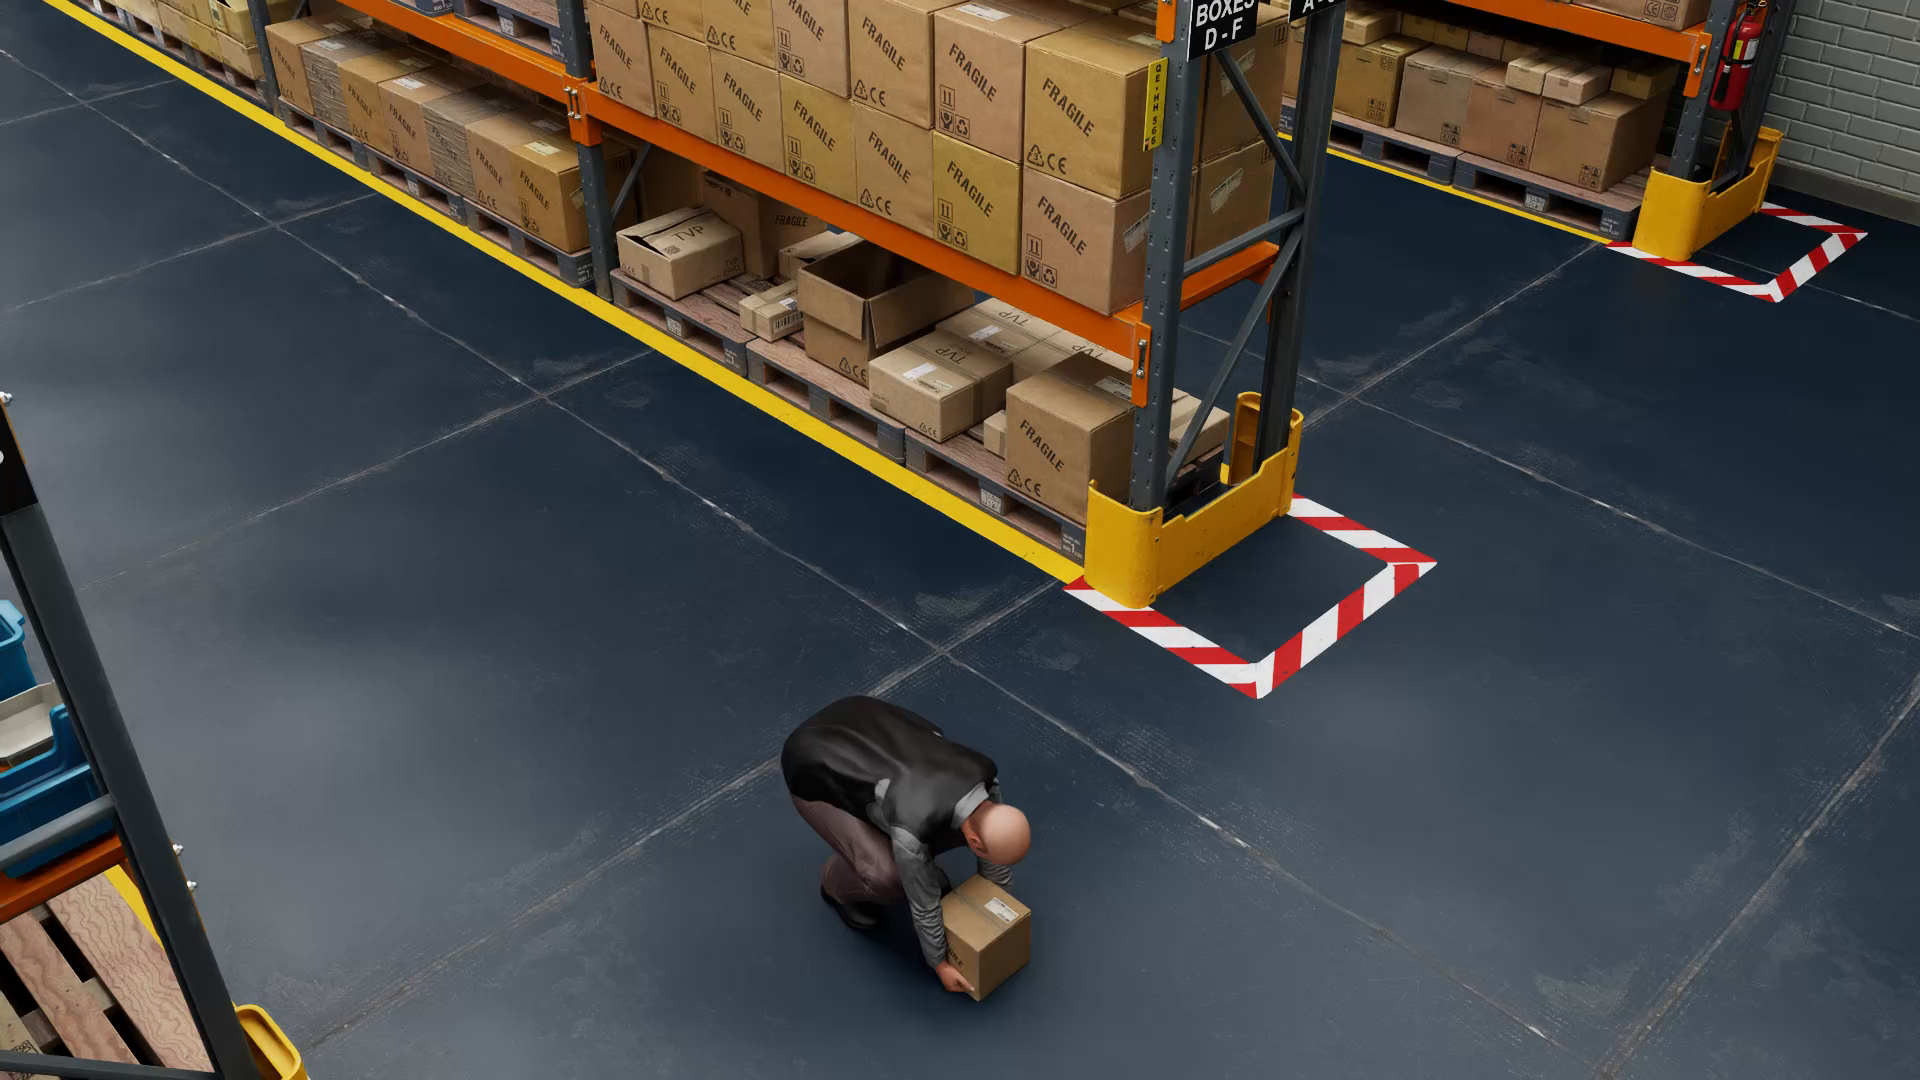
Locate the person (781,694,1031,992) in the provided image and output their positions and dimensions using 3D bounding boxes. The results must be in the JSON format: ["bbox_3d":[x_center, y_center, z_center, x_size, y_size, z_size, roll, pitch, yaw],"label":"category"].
[{"bbox_3d":[-0.164,0.986,5.595,0.948,0.807,0.500,29,44,34],"label":"person"}]
